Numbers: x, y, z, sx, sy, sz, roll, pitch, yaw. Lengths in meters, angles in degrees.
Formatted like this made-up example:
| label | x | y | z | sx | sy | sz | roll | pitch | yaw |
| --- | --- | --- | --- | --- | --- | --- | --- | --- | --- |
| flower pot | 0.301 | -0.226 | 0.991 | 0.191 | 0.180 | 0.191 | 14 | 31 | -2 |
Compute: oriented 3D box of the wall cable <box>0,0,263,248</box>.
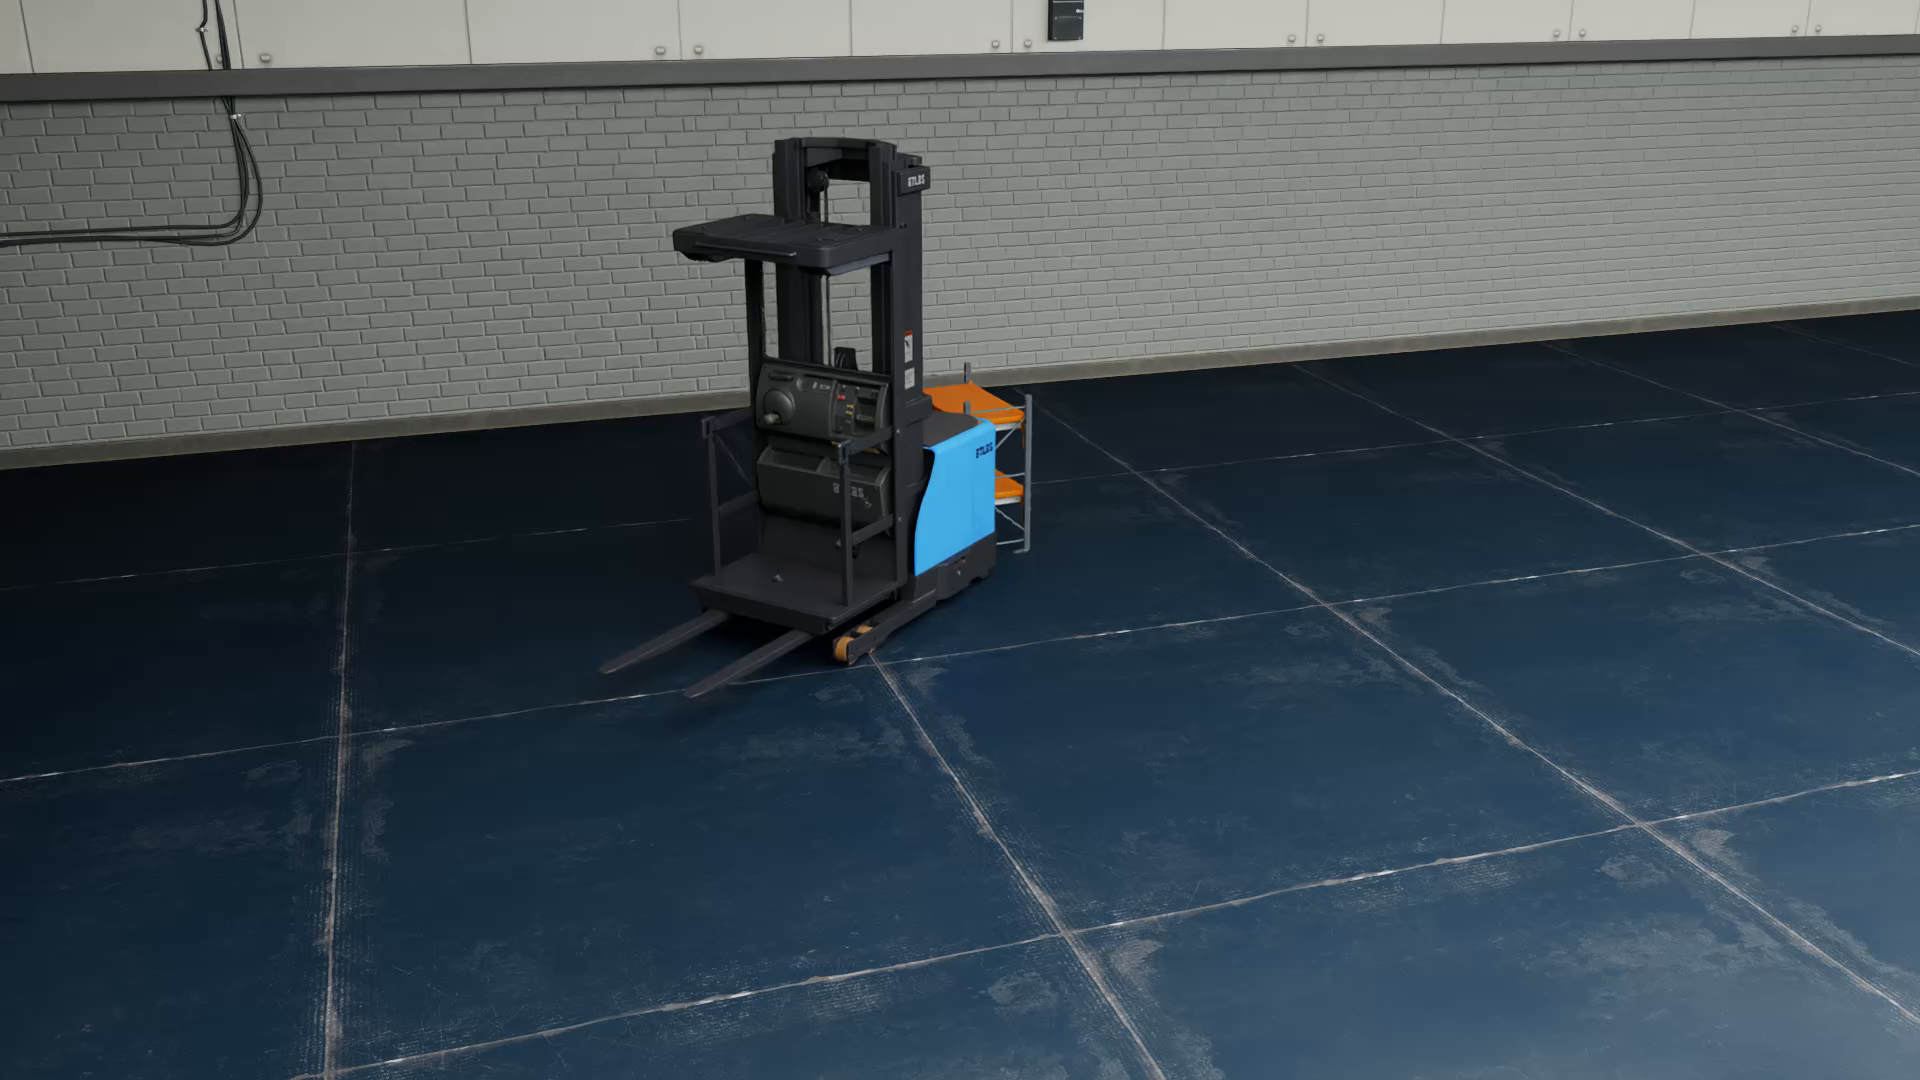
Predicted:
| label | x | y | z | sx | sy | sz | roll | pitch | yaw |
| --- | --- | --- | --- | --- | --- | --- | --- | --- | --- |
| wall cable | -7.103 | -3.412 | 12.699 | 3.097 | 2.526 | 0.112 | -6 | 21 | -17 |

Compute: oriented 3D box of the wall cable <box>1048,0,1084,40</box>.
| label | x | y | z | sx | sy | sz | roll | pitch | yaw |
| --- | --- | --- | --- | --- | --- | --- | --- | --- | --- |
| wall cable | 1.914 | -7.478 | 14.393 | 2.305 | 6.003 | 0.169 | -6 | 21 | -17 |

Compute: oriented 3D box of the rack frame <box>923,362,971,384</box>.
| label | x | y | z | sx | sy | sz | roll | pitch | yaw |
| --- | --- | --- | --- | --- | --- | --- | --- | --- | --- |
| rack frame | -0.154 | -0.743 | 12.320 | 0.500 | 1.125 | 0.032 | -8 | 21 | -22 |

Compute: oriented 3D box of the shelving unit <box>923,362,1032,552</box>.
| label | x | y | z | sx | sy | sz | roll | pitch | yaw |
| --- | --- | --- | --- | --- | --- | --- | --- | --- | --- |
| shelving unit | 0.052 | -0.586 | 11.883 | 0.538 | 1.125 | 1.048 | -8 | 21 | -22 |

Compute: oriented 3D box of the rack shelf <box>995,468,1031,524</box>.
| label | x | y | z | sx | sy | sz | roll | pitch | yaw |
| --- | --- | --- | --- | --- | --- | --- | --- | --- | --- |
| rack shelf | 0.052 | -0.355 | 11.965 | 0.538 | 0.278 | 1.000 | -8 | 21 | -22 |

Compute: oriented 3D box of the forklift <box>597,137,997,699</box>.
| label | x | y | z | sx | sy | sz | roll | pitch | yaw |
| --- | --- | --- | --- | --- | --- | --- | --- | --- | --- |
| forklift | -0.945 | -0.820 | 9.864 | 1.130 | 2.935 | 3.031 | 12 | 23 | 29 |

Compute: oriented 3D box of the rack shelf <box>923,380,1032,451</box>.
| label | x | y | z | sx | sy | sz | roll | pitch | yaw |
| --- | --- | --- | --- | --- | --- | --- | --- | --- | --- |
| rack shelf | 0.052 | -0.861 | 11.784 | 0.538 | 0.278 | 1.000 | -8 | 21 | -22 |

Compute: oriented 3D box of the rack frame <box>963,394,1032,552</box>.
| label | x | y | z | sx | sy | sz | roll | pitch | yaw |
| --- | --- | --- | --- | --- | --- | --- | --- | --- | --- |
| rack frame | 0.257 | -0.428 | 11.445 | 0.500 | 1.125 | 0.032 | -8 | 21 | -22 |
